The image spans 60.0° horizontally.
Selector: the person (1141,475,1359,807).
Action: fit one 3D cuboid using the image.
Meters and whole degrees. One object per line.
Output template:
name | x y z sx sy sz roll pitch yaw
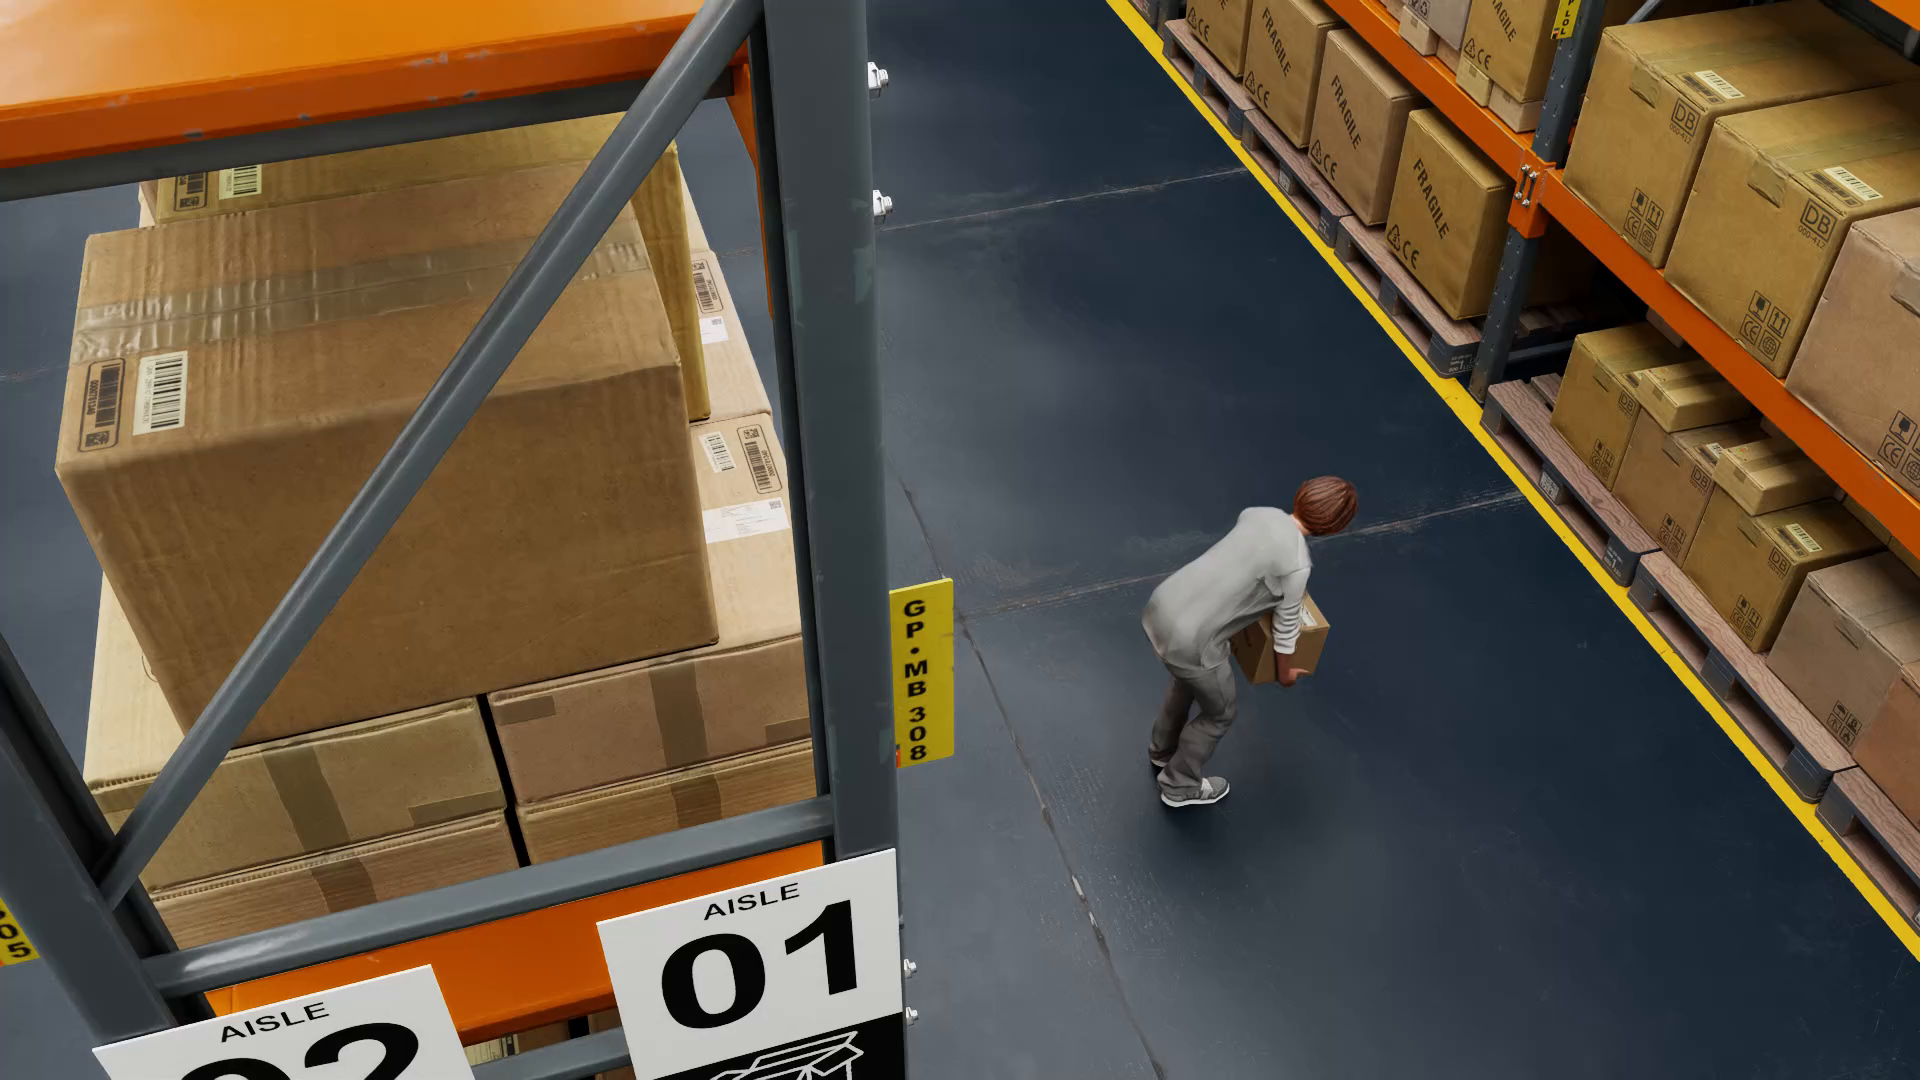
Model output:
person | 1.001 0.373 5.947 0.737 1.356 0.379 -13 44 -14
